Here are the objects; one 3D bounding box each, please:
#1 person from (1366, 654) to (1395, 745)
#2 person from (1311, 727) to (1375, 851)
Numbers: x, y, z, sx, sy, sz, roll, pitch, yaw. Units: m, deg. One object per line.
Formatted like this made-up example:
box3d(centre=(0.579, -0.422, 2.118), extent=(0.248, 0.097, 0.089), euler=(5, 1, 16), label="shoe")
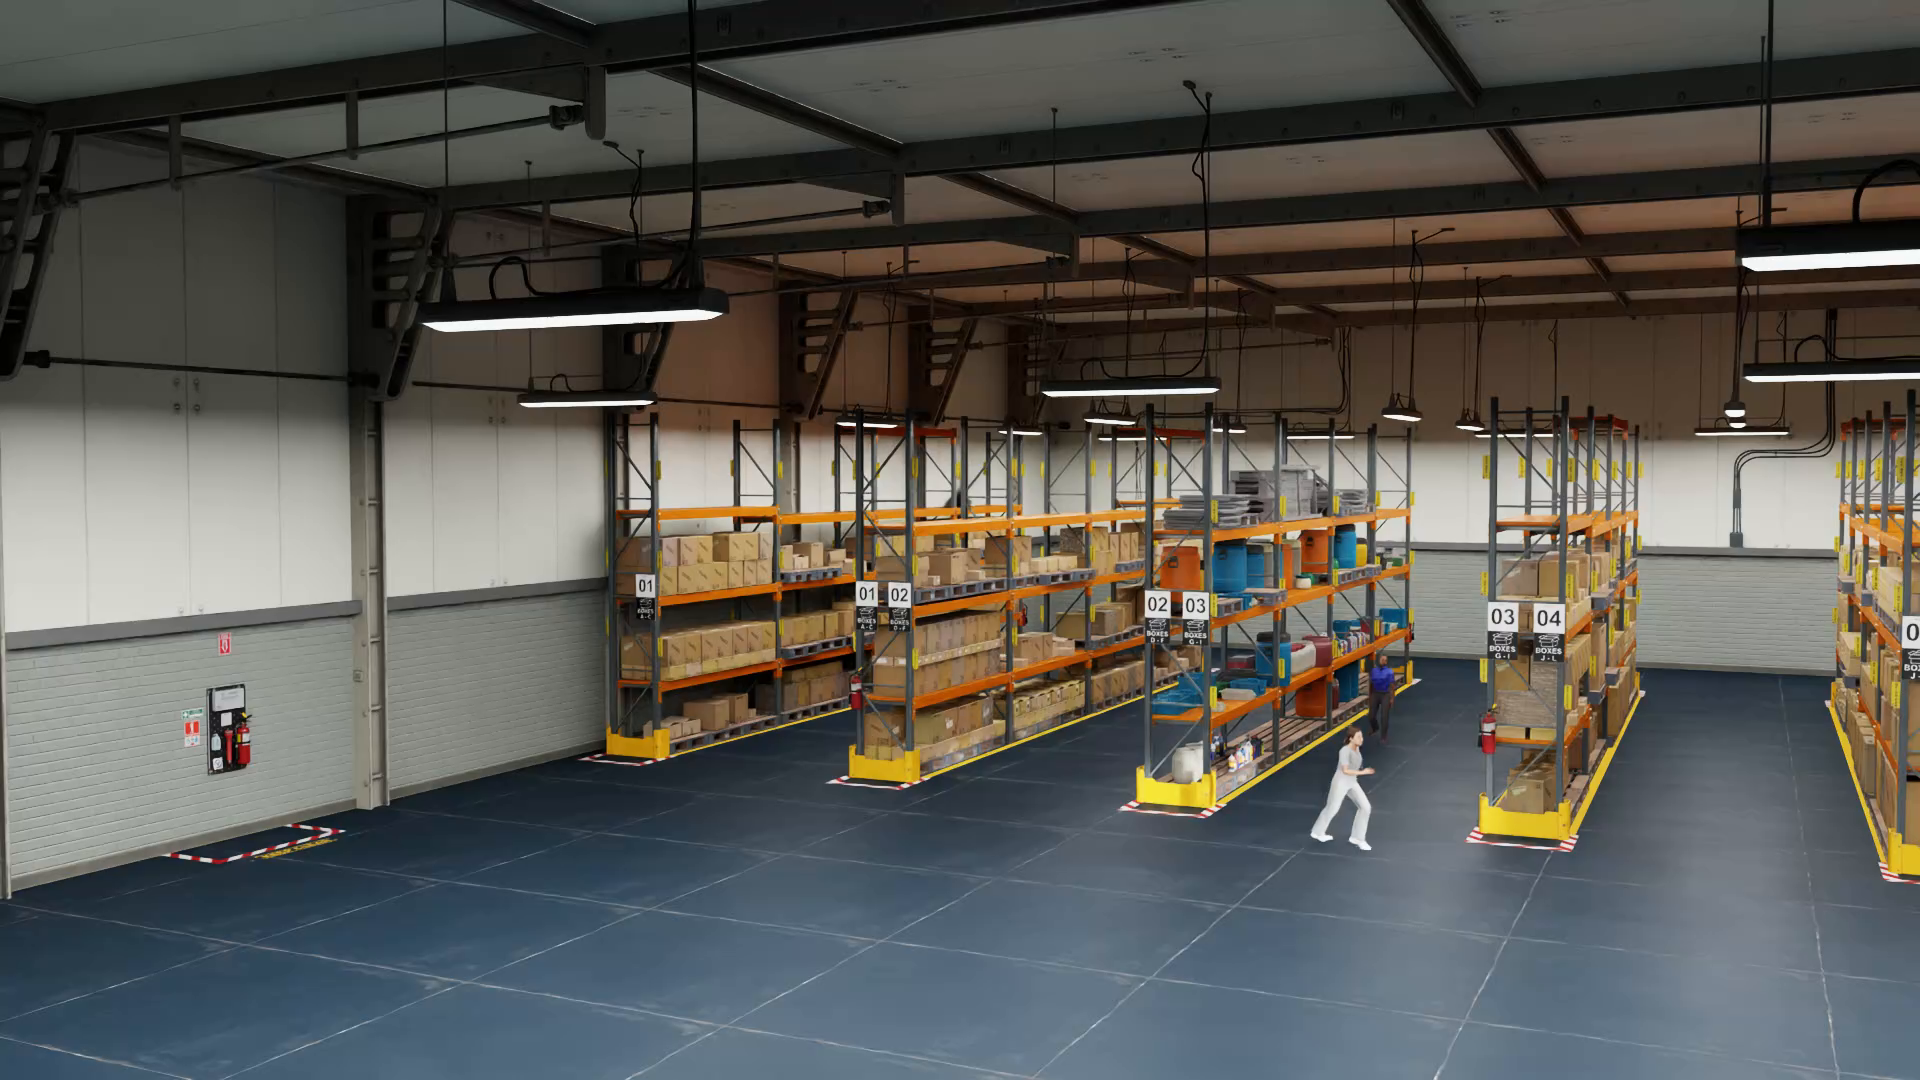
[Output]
box3d(centre=(7.690, 2.894, 30.420), extent=(0.594, 1.653, 0.526), euler=(1, 3, 30), label="person")
box3d(centre=(5.082, 3.262, 21.966), extent=(0.568, 1.637, 0.962), euler=(-2, 3, -44), label="person")
